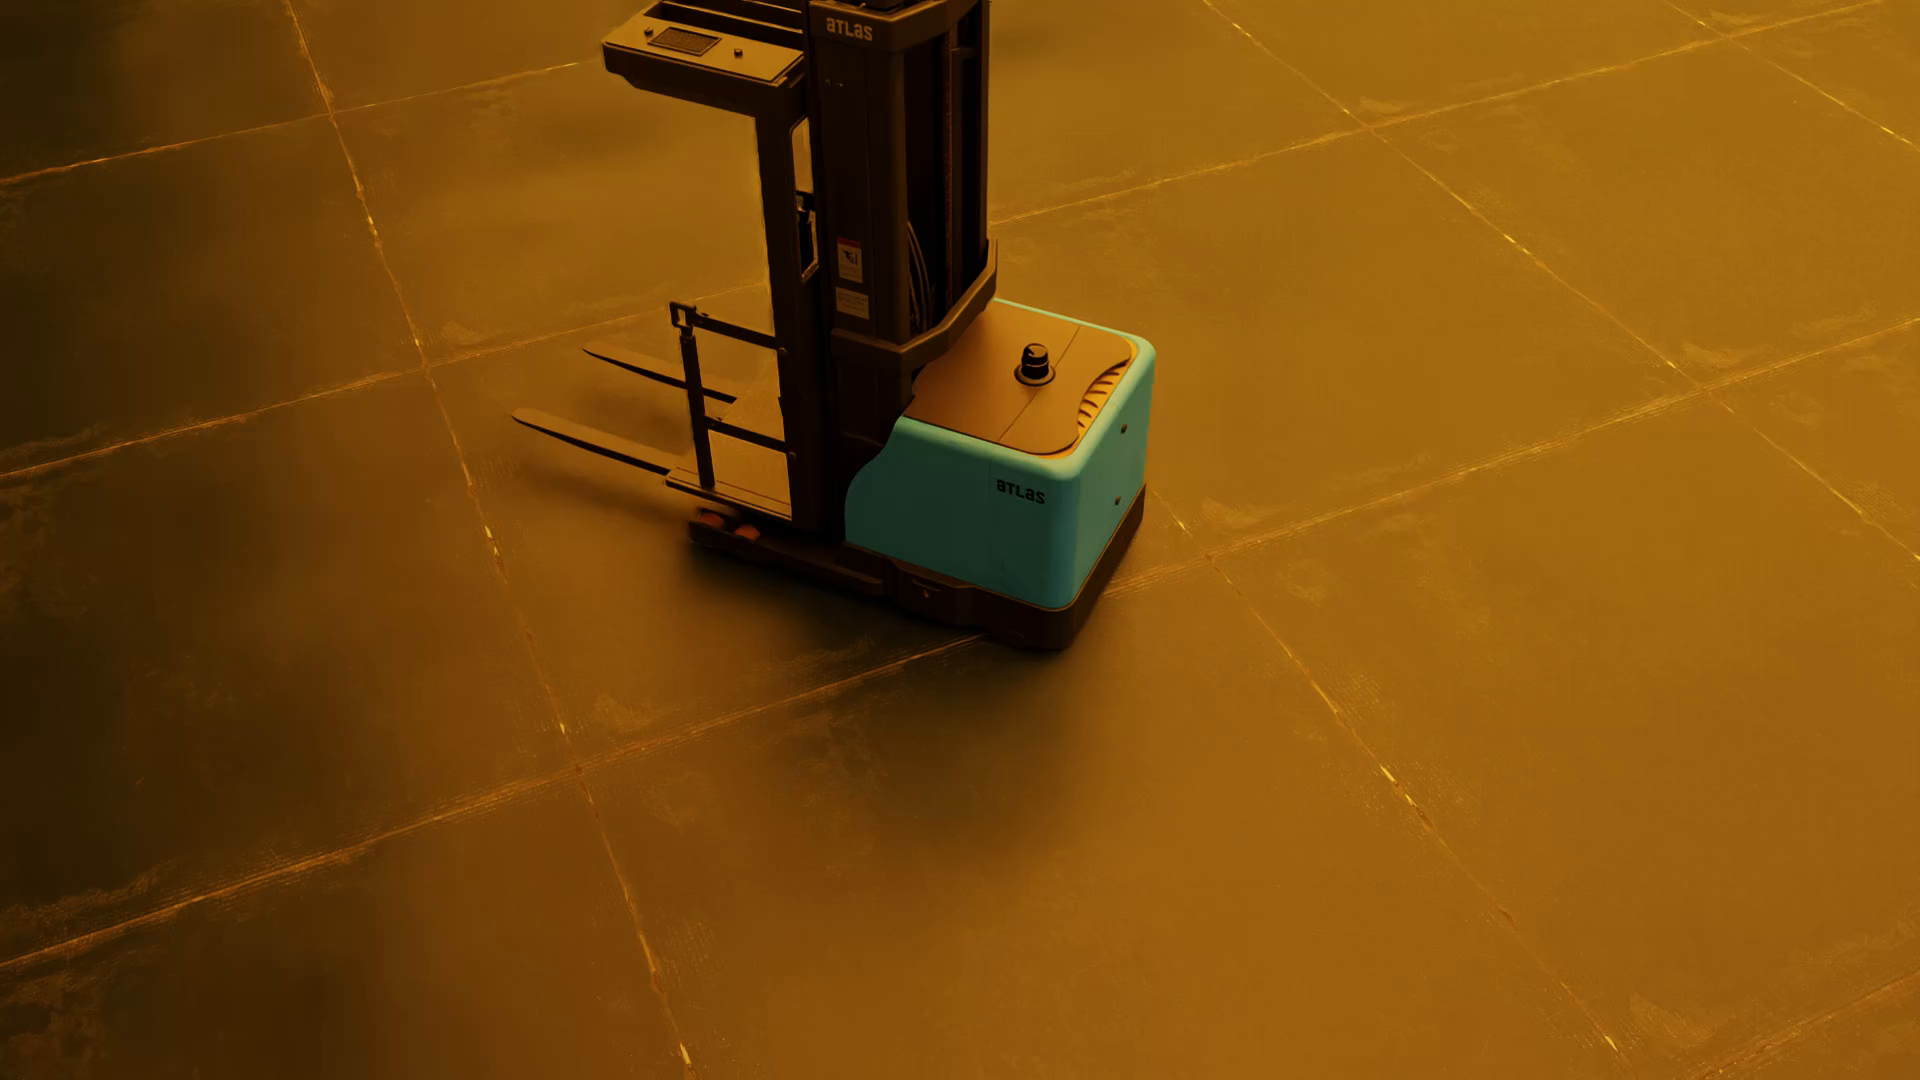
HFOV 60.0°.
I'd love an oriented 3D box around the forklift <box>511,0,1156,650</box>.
[{"bbox_3d":[-0.697,-1.285,7.057,3.031,2.935,1.130,18,46,18],"label":"forklift"}]
